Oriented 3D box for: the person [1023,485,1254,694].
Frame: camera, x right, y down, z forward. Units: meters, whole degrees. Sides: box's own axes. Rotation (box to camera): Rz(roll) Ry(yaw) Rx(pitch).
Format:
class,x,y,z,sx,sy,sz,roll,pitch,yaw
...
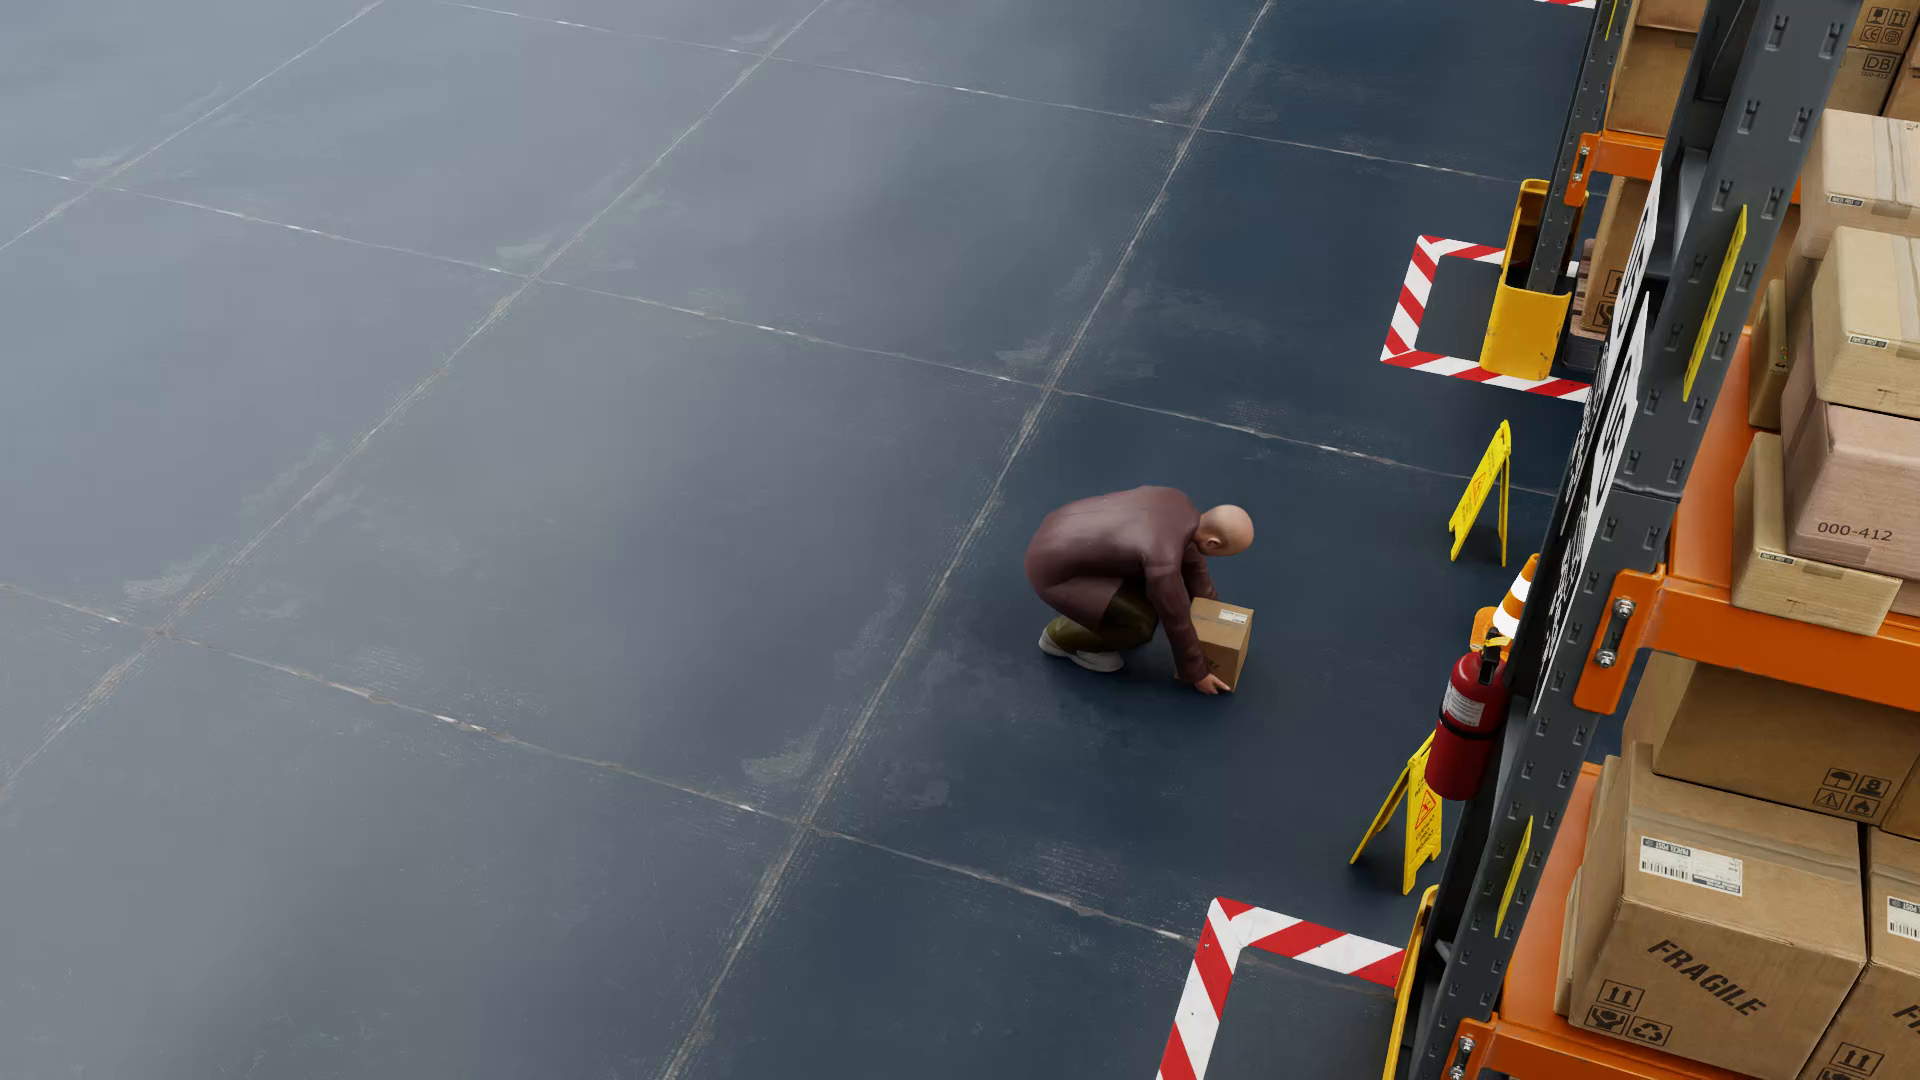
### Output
class,x,y,z,sx,sy,sz,roll,pitch,yaw
person,0.714,0.191,6.792,0.927,0.851,0.581,13,43,14
